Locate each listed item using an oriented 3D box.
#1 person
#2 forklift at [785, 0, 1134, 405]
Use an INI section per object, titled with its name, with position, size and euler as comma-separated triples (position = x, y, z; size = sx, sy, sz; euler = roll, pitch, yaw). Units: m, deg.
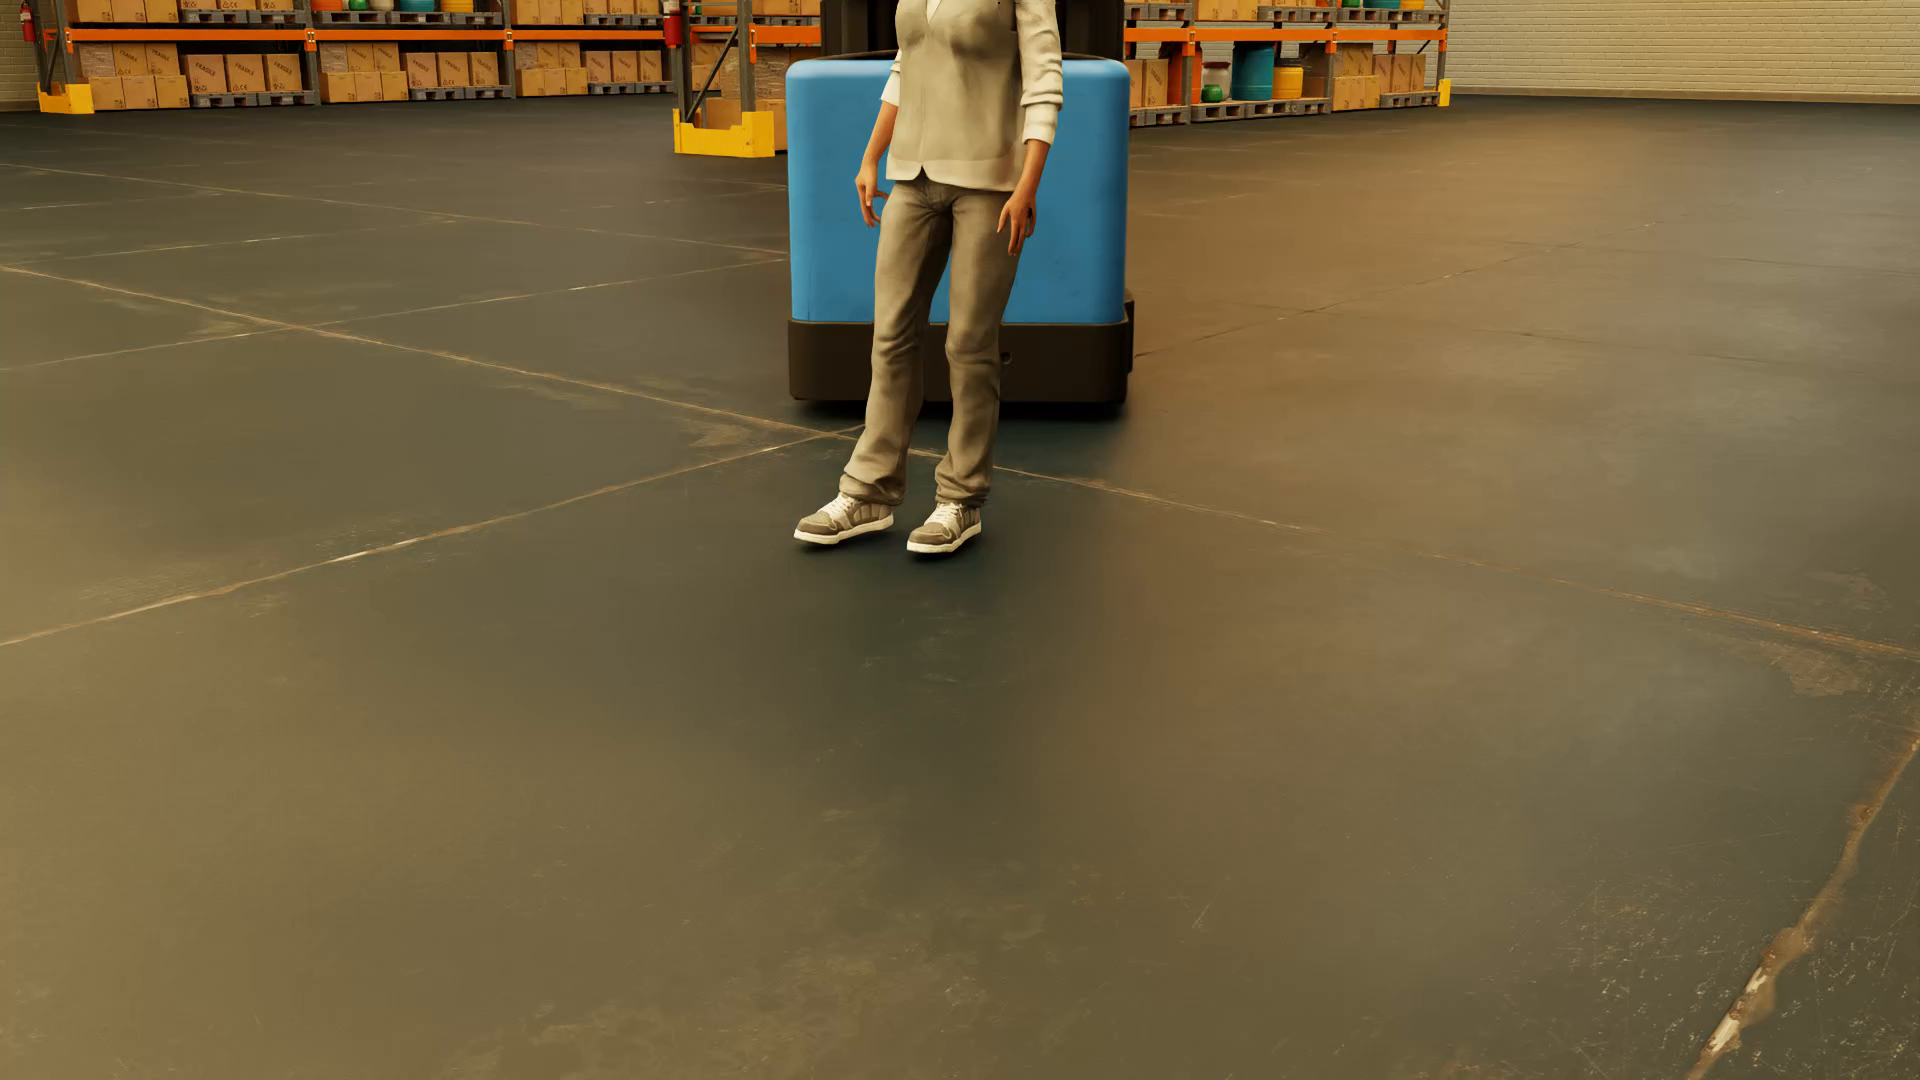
[person]
position = -0.058, -0.757, 3.661
size = 0.521, 1.599, 0.473
euler = 13, 21, 37
[forklift]
position = 0.055, -2.196, 6.129
size = 1.130, 2.935, 3.031
euler = 1, 17, 2
